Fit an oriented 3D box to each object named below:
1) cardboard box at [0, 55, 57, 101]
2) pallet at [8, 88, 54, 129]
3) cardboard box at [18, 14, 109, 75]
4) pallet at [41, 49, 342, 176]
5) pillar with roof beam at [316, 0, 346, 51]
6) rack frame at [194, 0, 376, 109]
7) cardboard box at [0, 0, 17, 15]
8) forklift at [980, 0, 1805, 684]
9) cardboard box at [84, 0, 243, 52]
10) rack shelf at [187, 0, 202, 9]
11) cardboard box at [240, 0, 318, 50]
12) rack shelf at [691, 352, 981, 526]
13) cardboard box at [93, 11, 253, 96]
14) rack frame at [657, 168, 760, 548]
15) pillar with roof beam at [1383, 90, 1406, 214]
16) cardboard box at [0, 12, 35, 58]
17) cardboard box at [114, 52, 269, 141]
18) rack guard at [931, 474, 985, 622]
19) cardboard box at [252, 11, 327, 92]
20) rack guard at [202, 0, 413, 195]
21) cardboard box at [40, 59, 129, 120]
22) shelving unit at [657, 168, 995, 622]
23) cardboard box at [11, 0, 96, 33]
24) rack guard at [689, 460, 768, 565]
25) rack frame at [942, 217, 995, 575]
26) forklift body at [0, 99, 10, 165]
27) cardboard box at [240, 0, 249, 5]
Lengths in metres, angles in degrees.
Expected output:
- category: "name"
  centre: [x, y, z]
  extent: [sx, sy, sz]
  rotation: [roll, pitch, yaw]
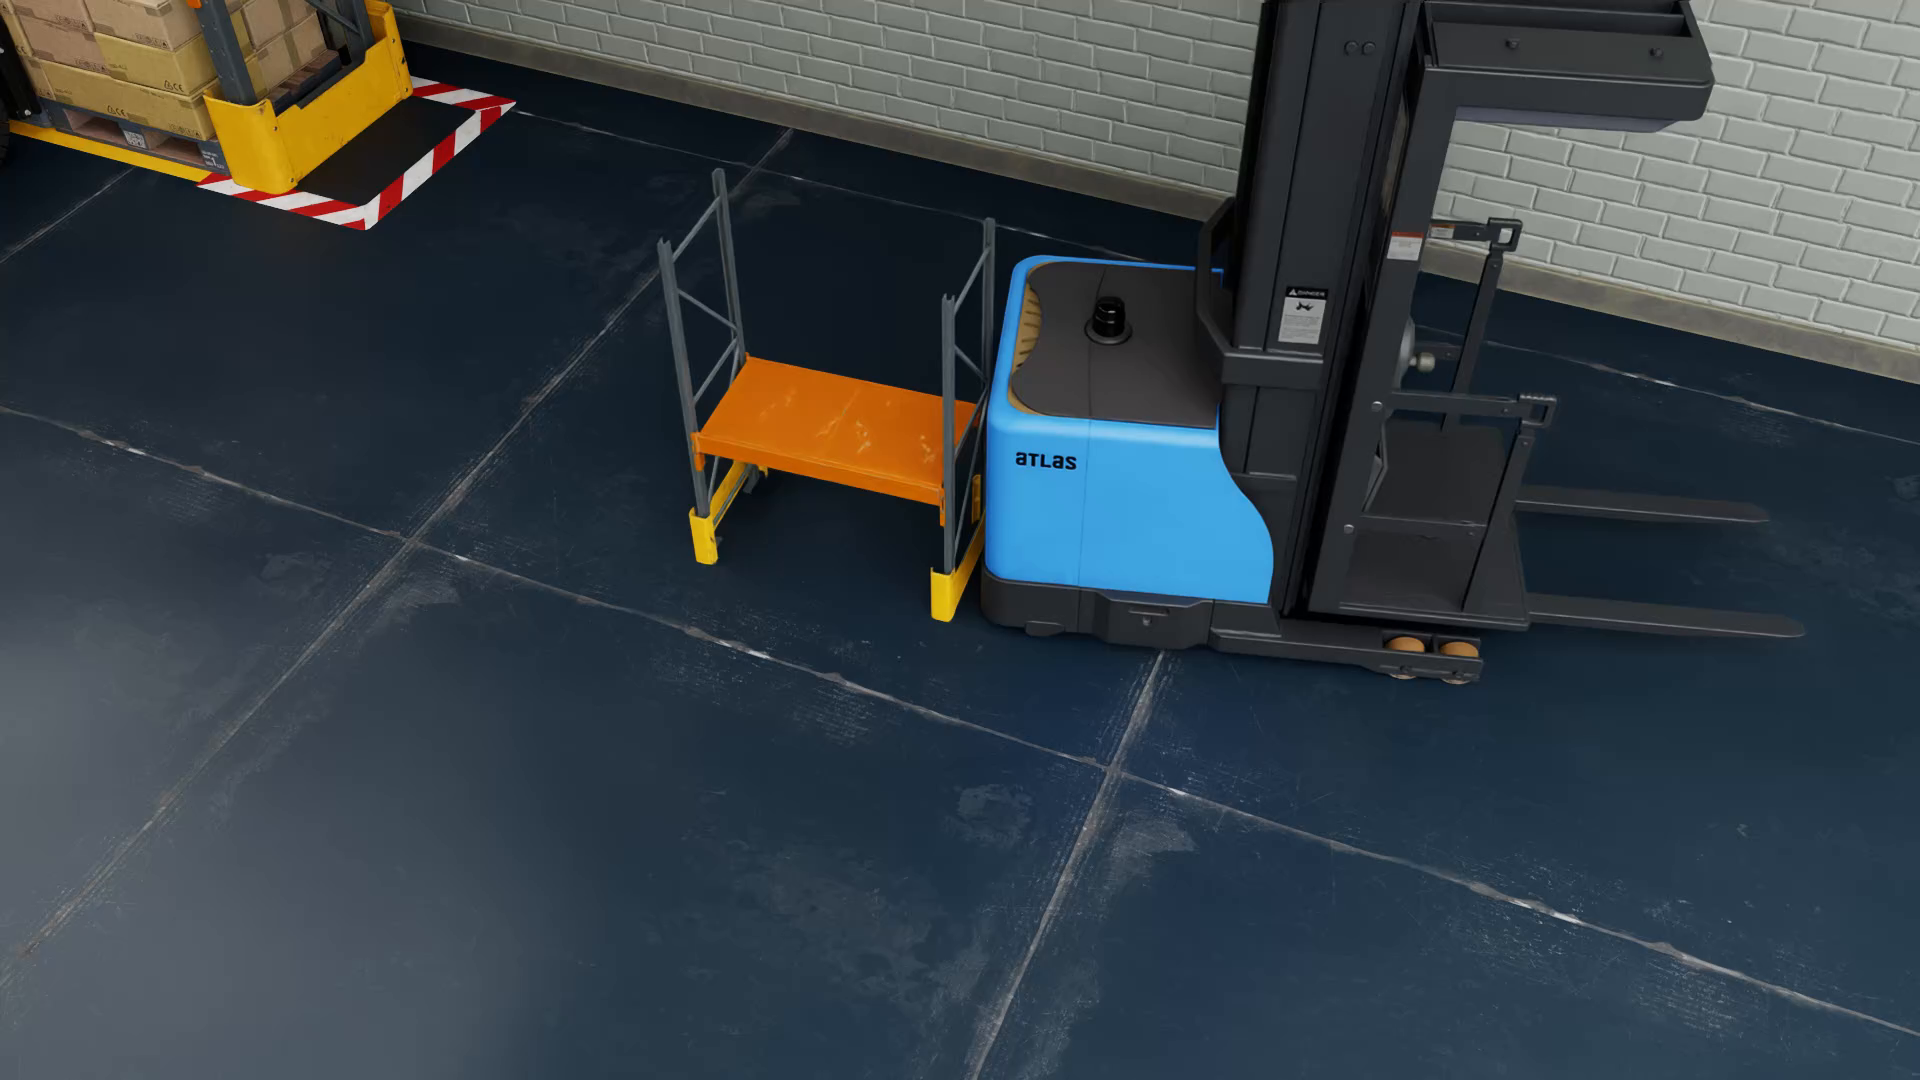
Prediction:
- category: "cardboard box"
  centre: [-4.898, -2.634, 8.923]
  extent: [0.500, 0.250, 0.500]
  rotation: [17, 47, 16]
- category: "pallet"
  centre: [-5.273, -2.779, 9.394]
  extent: [1.213, 0.211, 1.003]
  rotation: [16, 47, 16]
- category: "cardboard box"
  centre: [-4.458, -2.678, 8.613]
  extent: [0.500, 0.250, 0.500]
  rotation: [16, 47, 15]
- category: "pallet"
  centre: [-4.151, -2.447, 9.060]
  extent: [1.213, 0.211, 1.003]
  rotation: [16, 47, 16]
- category: "pillar with roof beam"
  centre: [-5.382, -3.355, 3.742]
  extent: [0.400, 9.000, 9.100]
  rotation: [16, 47, 16]
- category: "rack frame"
  centre: [-3.429, -3.255, 7.895]
  extent: [0.127, 3.000, 1.000]
  rotation: [16, 47, 16]
- category: "cardboard box"
  centre: [-4.917, -2.971, 8.552]
  extent: [0.500, 0.250, 0.500]
  rotation: [17, 47, 16]
- category: "forklift"
  centre: [1.636, -0.902, 5.579]
  extent: [3.031, 2.935, 1.130]
  rotation: [5, 45, 5]
- category: "cardboard box"
  centre: [-3.974, -2.706, 8.286]
  extent: [0.500, 0.250, 0.500]
  rotation: [18, 48, 17]
- category: "rack shelf"
  centre: [-5.275, -3.543, 8.695]
  extent: [4.000, 0.370, 1.077]
  rotation: [16, 47, 16]
- category: "cardboard box"
  centre: [-3.783, -2.869, 8.805]
  extent: [0.500, 0.250, 0.500]
  rotation: [17, 47, 17]
- category: "rack shelf"
  centre: [-0.453, -0.396, 6.339]
  extent: [1.000, 0.185, 0.538]
  rotation: [13, 46, 13]
- category: "cardboard box"
  centre: [-3.999, -2.535, 8.469]
  extent: [0.500, 0.250, 0.500]
  rotation: [16, 47, 15]
- category: "rack frame"
  centre: [-0.936, -0.634, 6.324]
  extent: [0.032, 1.500, 0.500]
  rotation: [13, 46, 13]
- category: "pillar with roof beam"
  centre: [0.155, -1.726, 2.105]
  extent: [0.400, 9.000, 9.100]
  rotation: [16, 47, 16]
- category: "cardboard box"
  centre: [-4.942, -2.805, 8.740]
  extent: [0.500, 0.250, 0.500]
  rotation: [15, 47, 15]
- category: "cardboard box"
  centre: [-3.985, -2.351, 8.638]
  extent: [0.500, 0.250, 0.500]
  rotation: [17, 47, 16]
- category: "rack guard"
  centre: [0.012, 0.026, 6.547]
  extent: [0.087, 0.250, 0.587]
  rotation: [13, 46, 13]
- category: "cardboard box"
  centre: [-3.807, -2.690, 8.979]
  extent: [0.500, 0.250, 0.500]
  rotation: [17, 47, 16]
- category: "rack guard"
  centre: [-3.407, -2.363, 8.770]
  extent: [0.348, 0.500, 1.175]
  rotation: [16, 47, 16]
- category: "cardboard box"
  centre: [-4.440, -2.492, 8.780]
  extent: [0.500, 0.250, 0.500]
  rotation: [16, 47, 16]
- category: "shelving unit"
  centre: [-0.461, -0.525, 6.215]
  extent: [1.083, 1.500, 0.587]
  rotation: [13, 46, 13]
- category: "cardboard box"
  centre: [-4.448, -2.841, 8.421]
  extent: [0.500, 0.250, 0.500]
  rotation: [17, 47, 17]
- category: "rack guard"
  centre: [-0.935, -0.191, 6.764]
  extent: [0.087, 0.250, 0.587]
  rotation: [13, 46, 13]
- category: "rack frame"
  centre: [0.031, -0.413, 6.101]
  extent: [0.032, 1.500, 0.500]
  rotation: [13, 46, 13]
- category: "forklift body"
  centre: [-5.882, -2.282, 7.518]
  extent: [1.214, 2.155, 2.313]
  rotation: [16, 47, 16]
- category: "cardboard box"
  centre: [-3.800, -3.038, 8.619]
  extent: [0.500, 0.250, 0.500]
  rotation: [16, 47, 15]
